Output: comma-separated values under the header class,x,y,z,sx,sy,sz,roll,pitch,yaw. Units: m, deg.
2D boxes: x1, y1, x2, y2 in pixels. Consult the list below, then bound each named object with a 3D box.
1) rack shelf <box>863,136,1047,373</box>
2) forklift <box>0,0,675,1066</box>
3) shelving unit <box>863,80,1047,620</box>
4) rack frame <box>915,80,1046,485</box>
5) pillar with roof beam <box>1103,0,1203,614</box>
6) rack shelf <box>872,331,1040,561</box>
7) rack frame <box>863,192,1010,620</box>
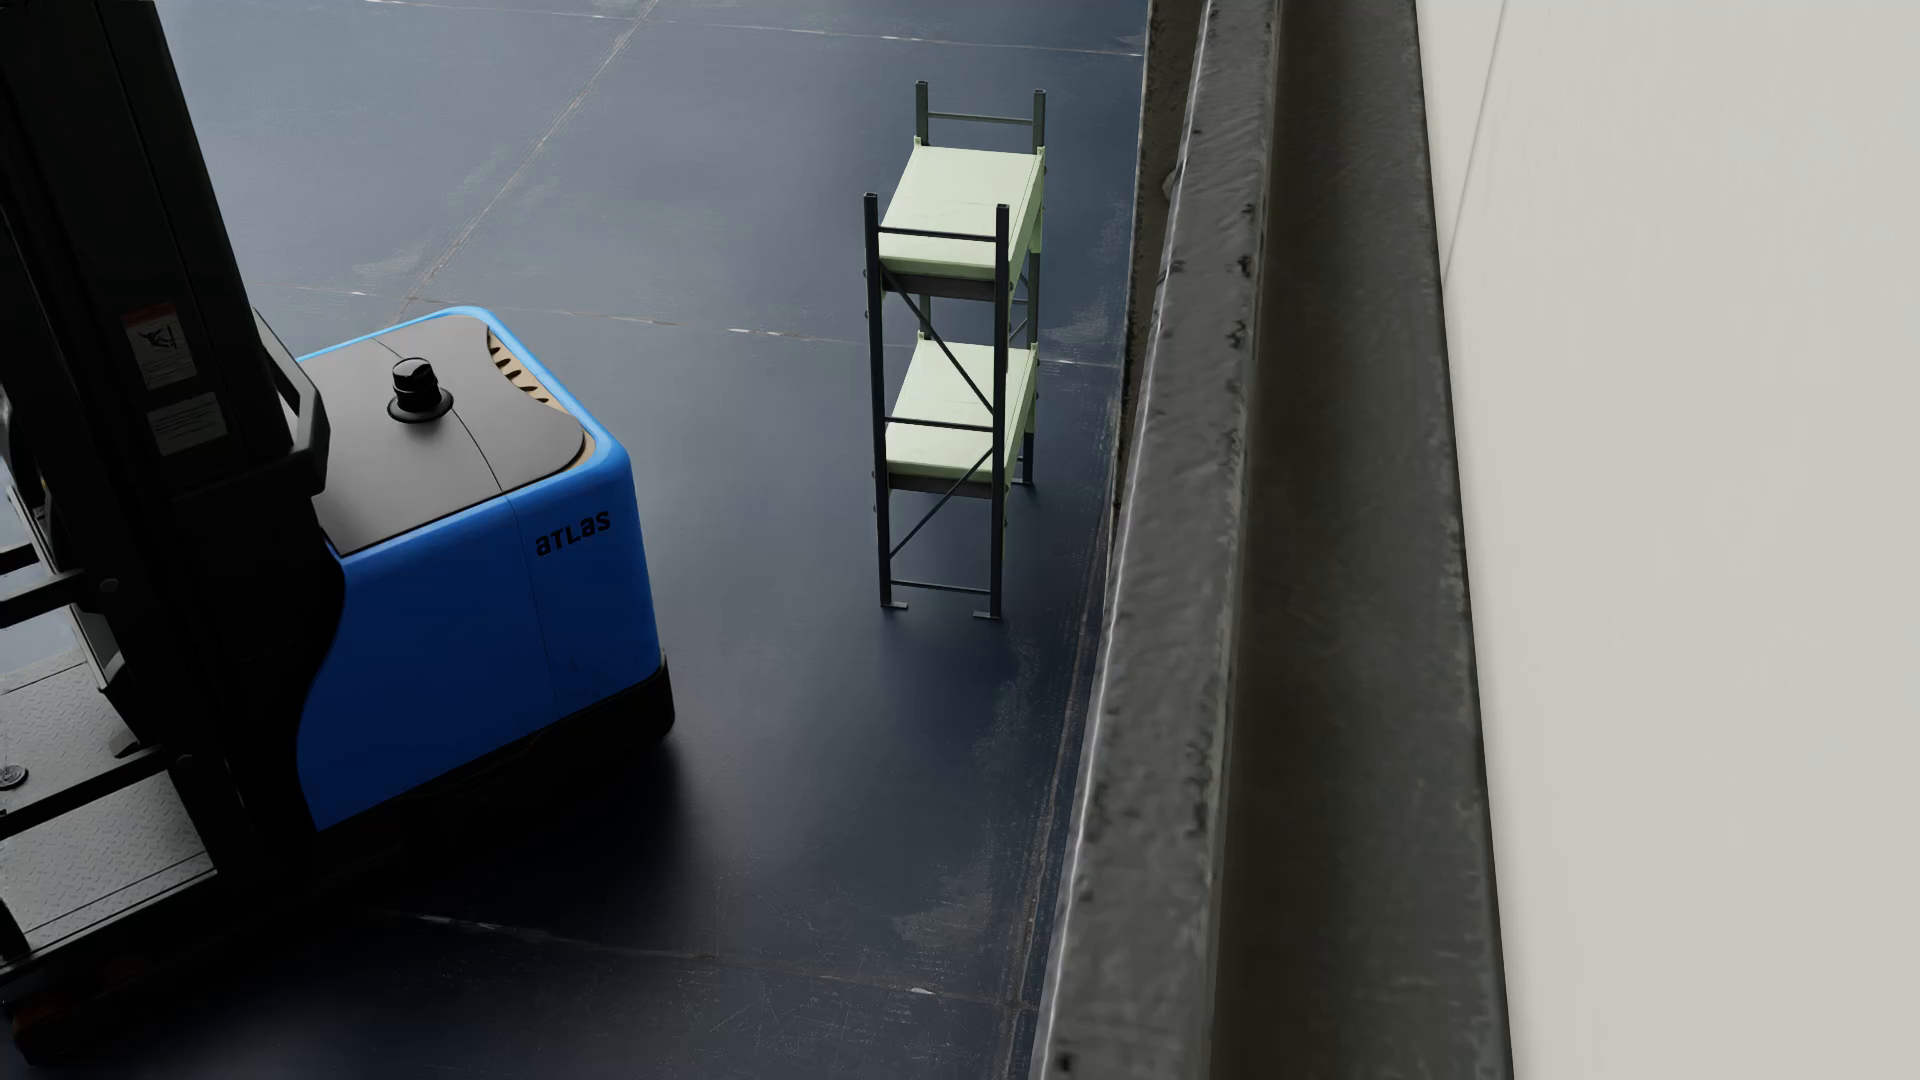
class,x,y,z,sx,sy,sz,roll,pitch,yaw
rack shelf,-0.001,-0.875,5.018,0.431,0.370,0.720,6,40,8
forklift,-2.343,-0.218,3.714,3.031,2.935,1.130,-25,46,-27
shelving unit,-0.001,-0.574,5.267,0.431,1.500,0.755,6,40,8
rack frame,0.062,-0.804,5.545,0.400,1.500,0.023,6,40,8
pillar with roof beam,-3.784,-2.707,1.962,9.100,9.000,0.400,6,40,8
rack shelf,-0.001,-0.323,5.475,0.431,0.370,0.720,6,40,8
rack frame,-0.064,-0.344,4.989,0.400,1.500,0.023,6,40,8
